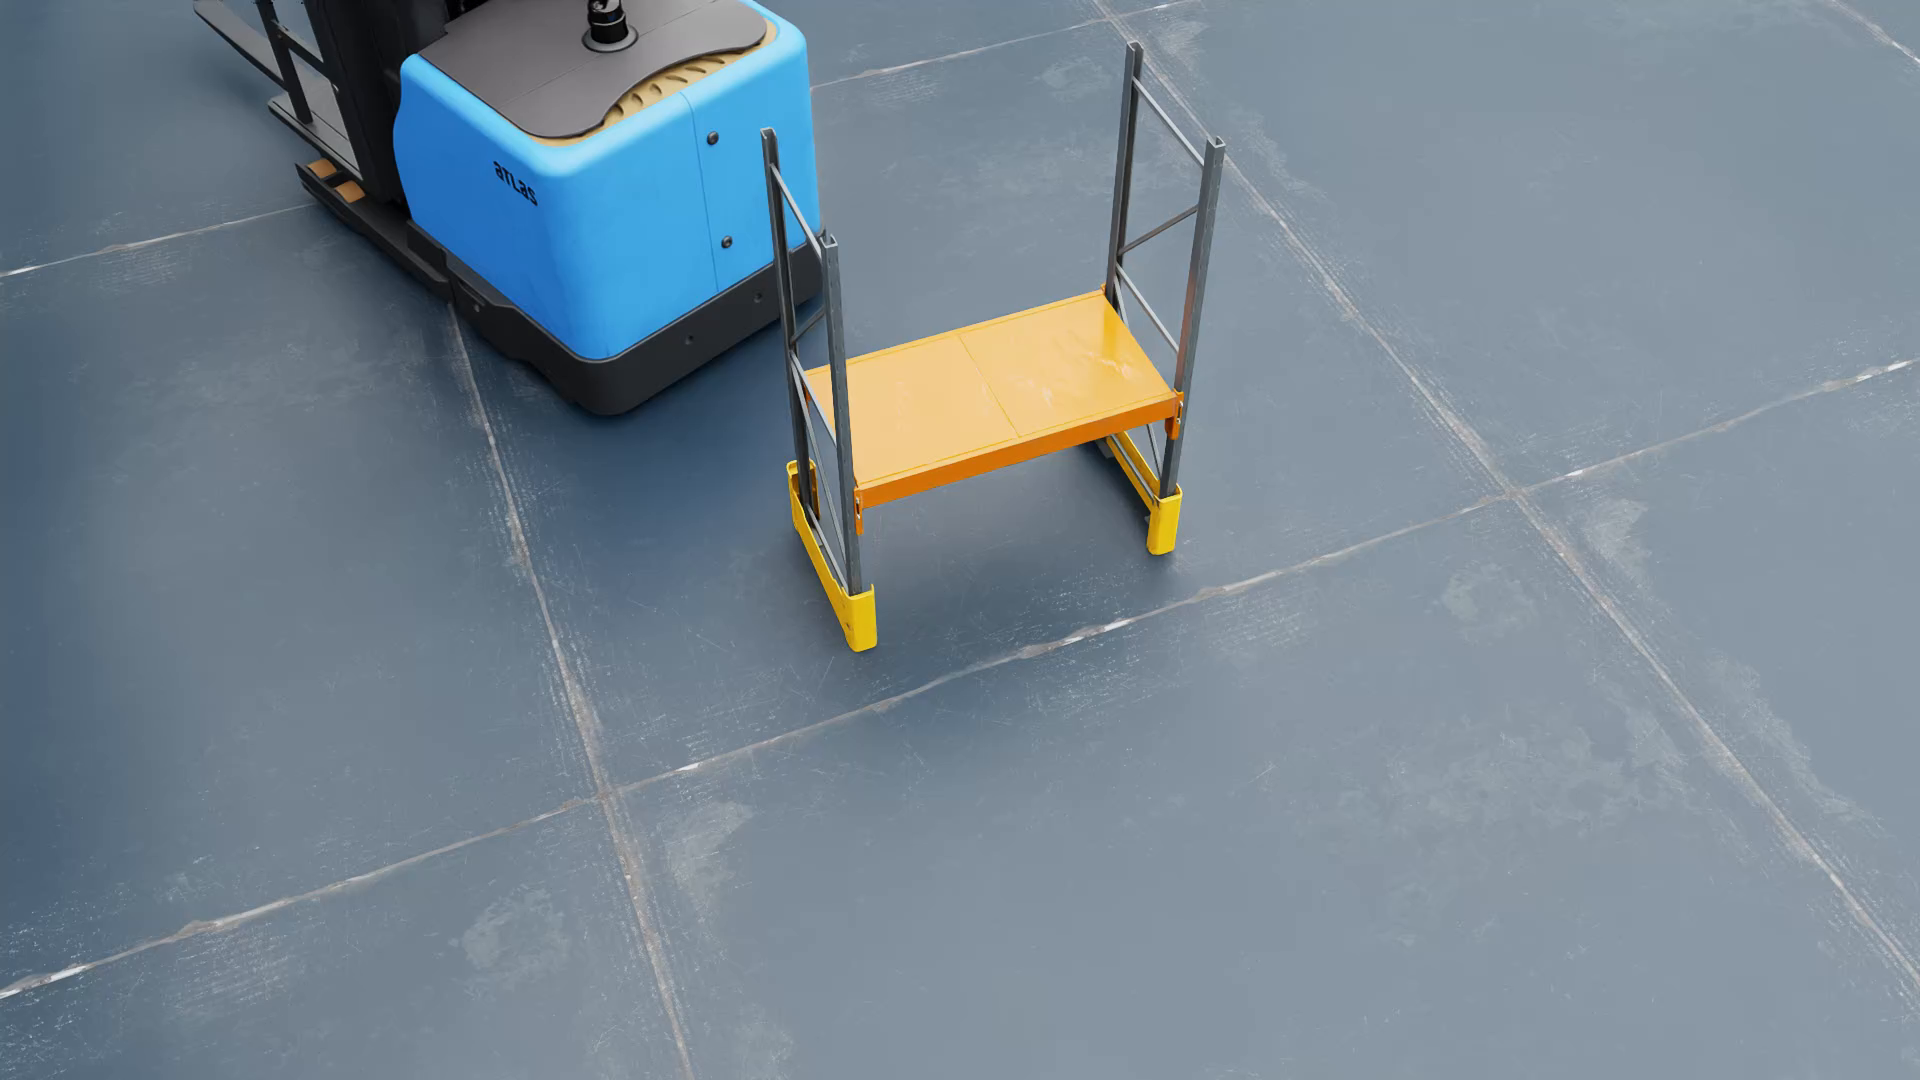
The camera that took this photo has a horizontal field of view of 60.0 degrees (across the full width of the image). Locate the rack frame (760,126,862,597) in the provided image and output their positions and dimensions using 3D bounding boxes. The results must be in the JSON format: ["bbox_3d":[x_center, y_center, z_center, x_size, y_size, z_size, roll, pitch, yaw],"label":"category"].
[{"bbox_3d":[-0.392,-0.367,4.577,0.032,1.500,0.500,-17,52,-14],"label":"rack frame"}]

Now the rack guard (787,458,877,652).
[{"bbox_3d":[-0.390,0.040,5.051,0.087,0.250,0.587,-17,52,-14],"label":"rack guard"}]

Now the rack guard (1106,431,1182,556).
[{"bbox_3d":[0.532,-0.246,5.297,0.087,0.250,0.587,-17,52,-14],"label":"rack guard"}]

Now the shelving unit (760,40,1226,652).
[{"bbox_3d":[0.071,-0.510,4.700,1.083,1.500,0.587,-17,52,-14],"label":"shelving unit"}]

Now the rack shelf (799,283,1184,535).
[{"bbox_3d":[0.079,-0.396,4.838,1.000,0.185,0.538,-17,52,-14],"label":"rack shelf"}]

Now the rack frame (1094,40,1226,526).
[{"bbox_3d":[0.550,-0.659,4.827,0.032,1.500,0.500,-17,52,-14],"label":"rack frame"}]

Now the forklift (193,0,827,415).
[{"bbox_3d":[-1.862,-2.382,5.364,1.130,2.935,3.031,-37,59,-27],"label":"forklift"}]
